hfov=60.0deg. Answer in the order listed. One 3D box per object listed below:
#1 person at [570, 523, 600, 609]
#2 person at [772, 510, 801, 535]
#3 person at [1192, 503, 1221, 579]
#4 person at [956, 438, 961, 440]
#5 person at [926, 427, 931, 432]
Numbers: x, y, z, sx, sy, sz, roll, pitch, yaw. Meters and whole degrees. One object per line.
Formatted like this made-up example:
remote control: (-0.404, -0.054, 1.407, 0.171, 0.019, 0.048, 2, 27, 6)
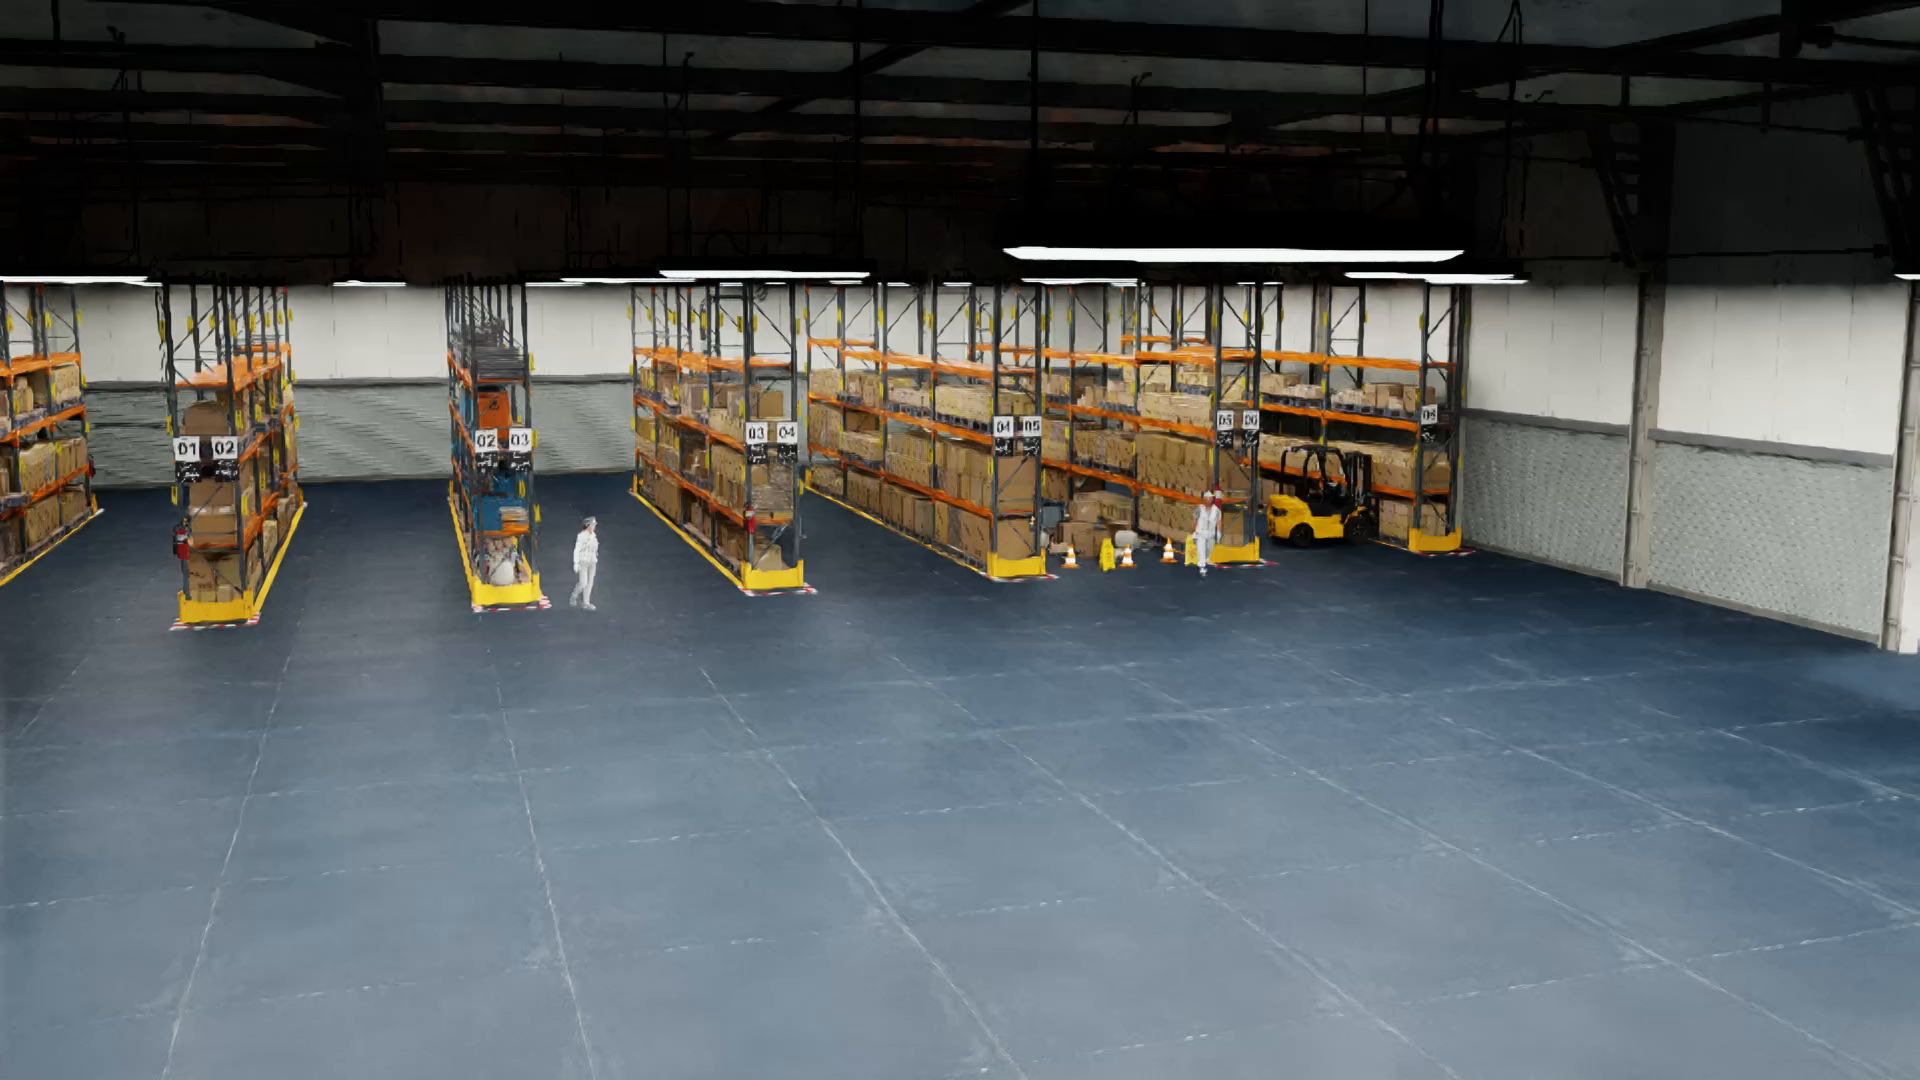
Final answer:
person: (-6.766, 0.411, 29.948, 0.520, 1.649, 0.530, 6, 10, 34)
person: (-3.989, -0.865, 38.222, 0.568, 1.535, 0.812, -6, 10, -35)
person: (4.926, -0.007, 33.088, 0.532, 1.495, 1.038, -1, 9, -9)
person: (-0.065, -1.850, 44.346, 0.572, 1.769, 0.608, 1, 9, 9)
person: (-0.977, -2.809, 49.688, 0.338, 1.537, 0.624, -4, 9, -24)
